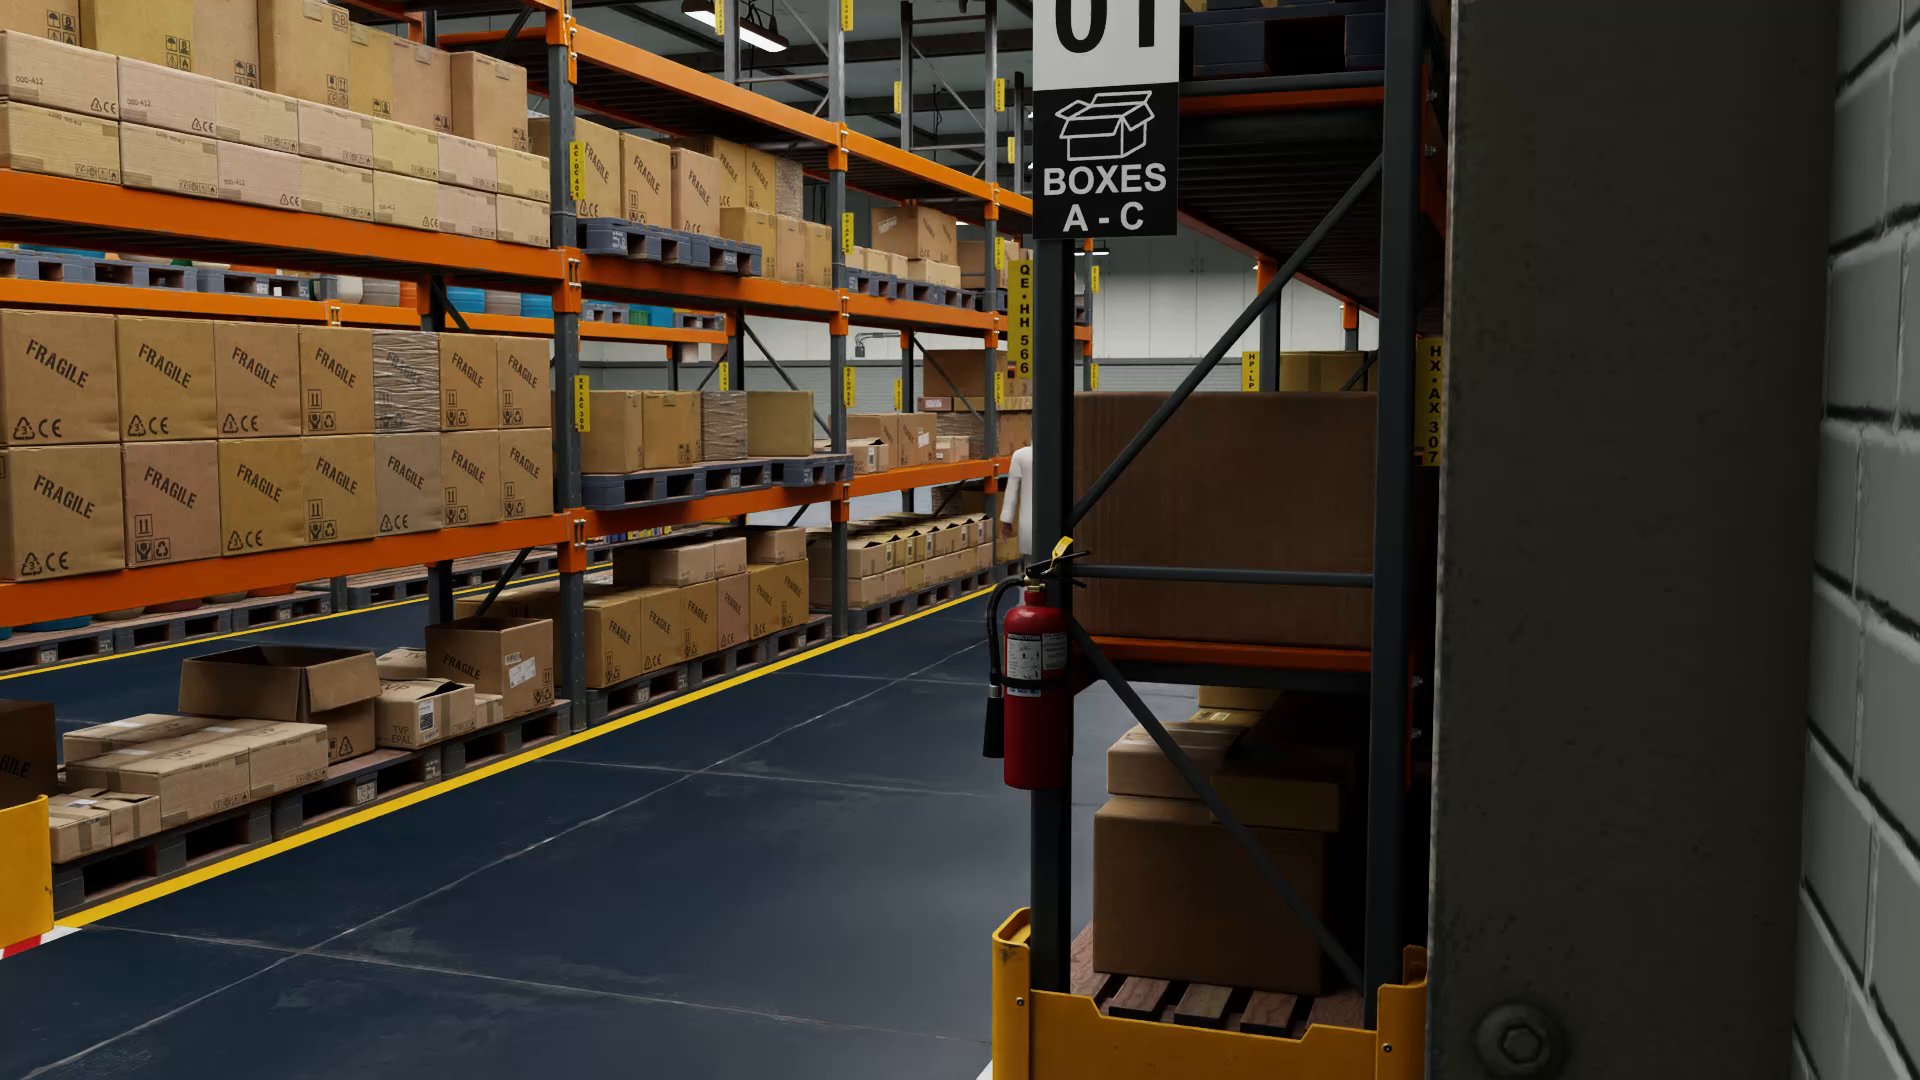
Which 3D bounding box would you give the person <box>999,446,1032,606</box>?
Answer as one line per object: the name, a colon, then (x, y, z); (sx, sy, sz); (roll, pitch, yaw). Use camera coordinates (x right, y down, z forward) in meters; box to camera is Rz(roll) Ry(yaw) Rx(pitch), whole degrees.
person: (0.706, -0.080, 13.482); (0.710, 1.827, 0.418); (3, 6, 34)
